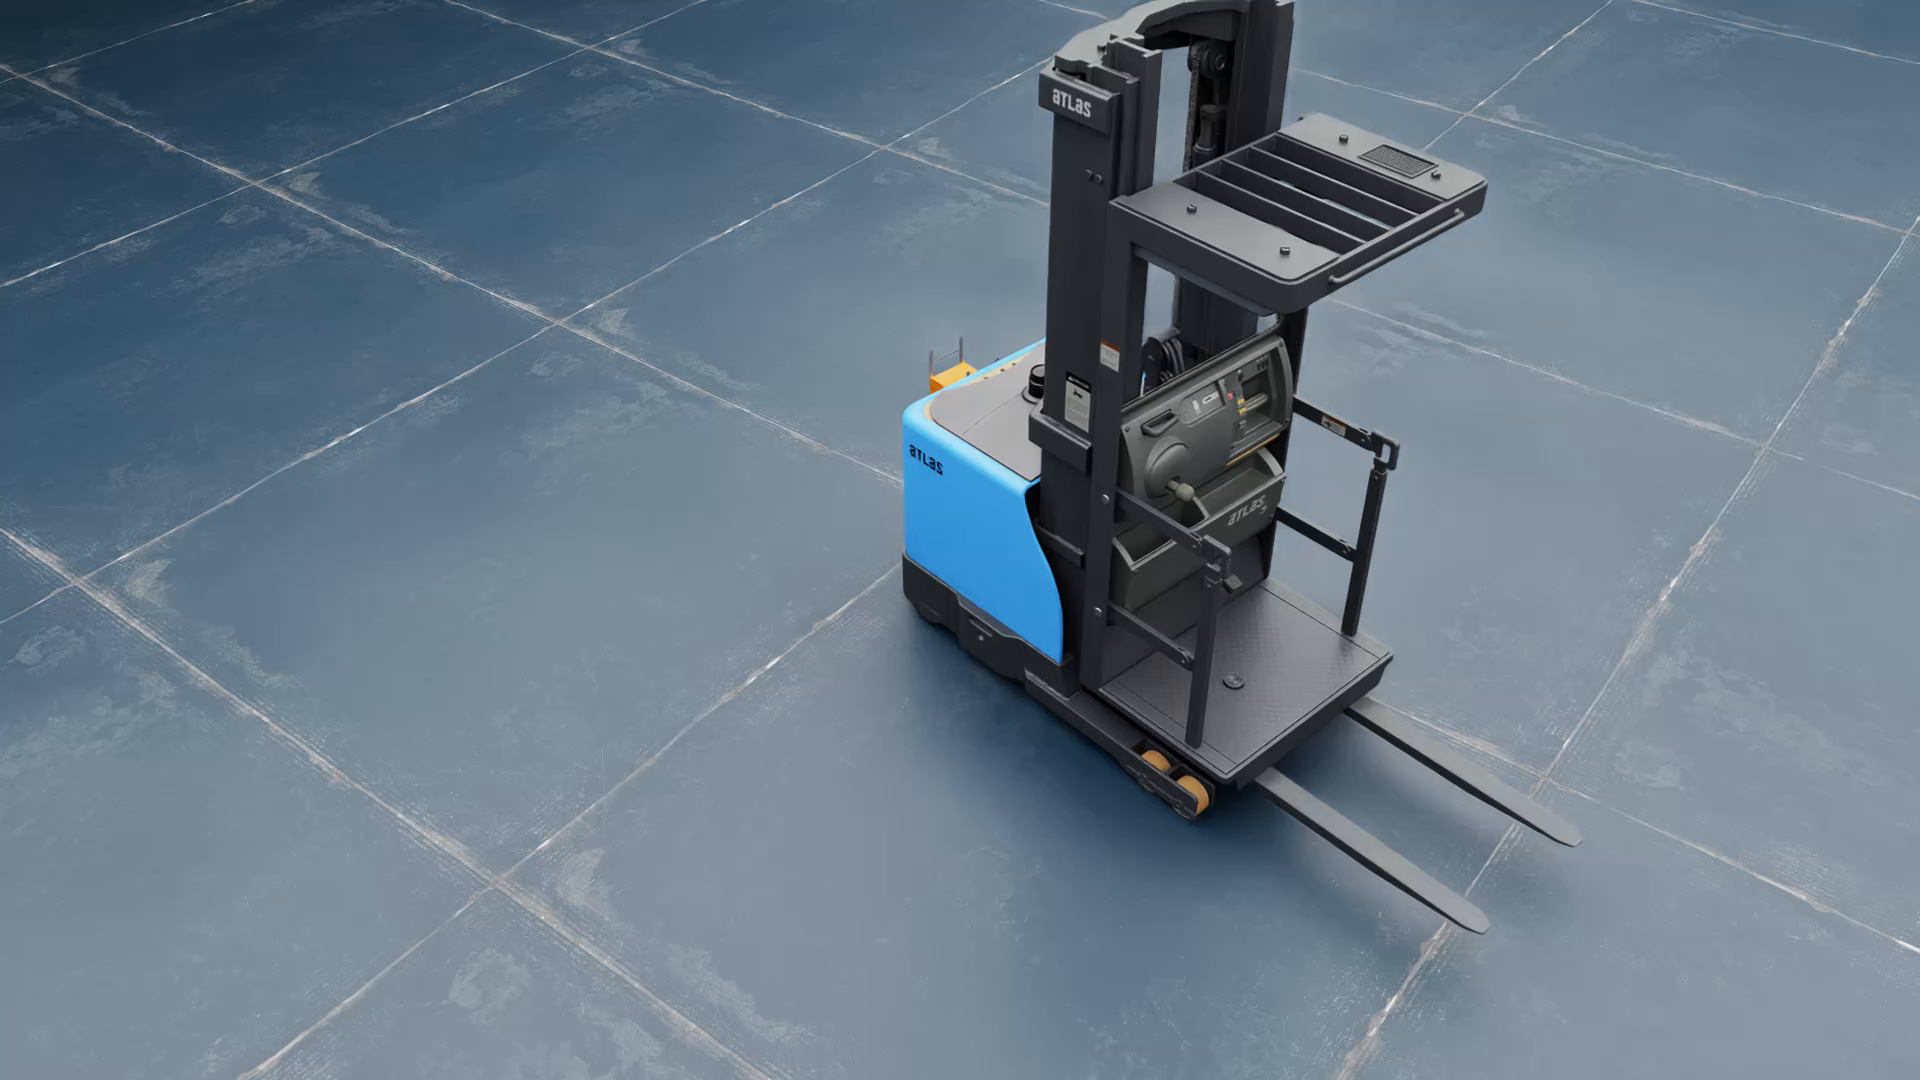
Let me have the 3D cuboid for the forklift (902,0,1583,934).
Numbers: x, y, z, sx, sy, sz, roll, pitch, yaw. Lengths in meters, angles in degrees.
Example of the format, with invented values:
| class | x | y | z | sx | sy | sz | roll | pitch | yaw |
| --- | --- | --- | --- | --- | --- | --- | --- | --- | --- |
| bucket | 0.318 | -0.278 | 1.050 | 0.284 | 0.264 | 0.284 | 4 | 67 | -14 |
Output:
| class | x | y | z | sx | sy | sz | roll | pitch | yaw |
| --- | --- | --- | --- | --- | --- | --- | --- | --- | --- |
| forklift | 1.098 | -0.397 | 6.241 | 1.130 | 2.935 | 3.031 | -29 | 47 | -32 |

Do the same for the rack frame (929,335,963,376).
| class | x | y | z | sx | sy | sz | roll | pitch | yaw |
| --- | --- | --- | --- | --- | --- | --- | --- | --- | --- |
| rack frame | -0.063 | -0.481 | 7.873 | 0.200 | 1.050 | 0.008 | -29 | 47 | -32 |

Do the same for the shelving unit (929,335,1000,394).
| class | x | y | z | sx | sy | sz | roll | pitch | yaw |
| --- | --- | --- | --- | --- | --- | --- | --- | --- | --- |
| shelving unit | 0.020 | -0.425 | 7.802 | 0.215 | 1.050 | 0.252 | -29 | 47 | -32 |

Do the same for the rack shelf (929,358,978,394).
| class | x | y | z | sx | sy | sz | roll | pitch | yaw |
| --- | --- | --- | --- | --- | --- | --- | --- | --- | --- |
| rack shelf | 0.020 | -0.641 | 7.634 | 0.215 | 0.259 | 0.240 | -29 | 47 | -32 |

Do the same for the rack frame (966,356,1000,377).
| class | x | y | z | sx | sy | sz | roll | pitch | yaw |
| --- | --- | --- | --- | --- | --- | --- | --- | --- | --- |
| rack frame | 0.102 | -0.370 | 7.731 | 0.200 | 1.050 | 0.008 | -29 | 47 | -32 |
